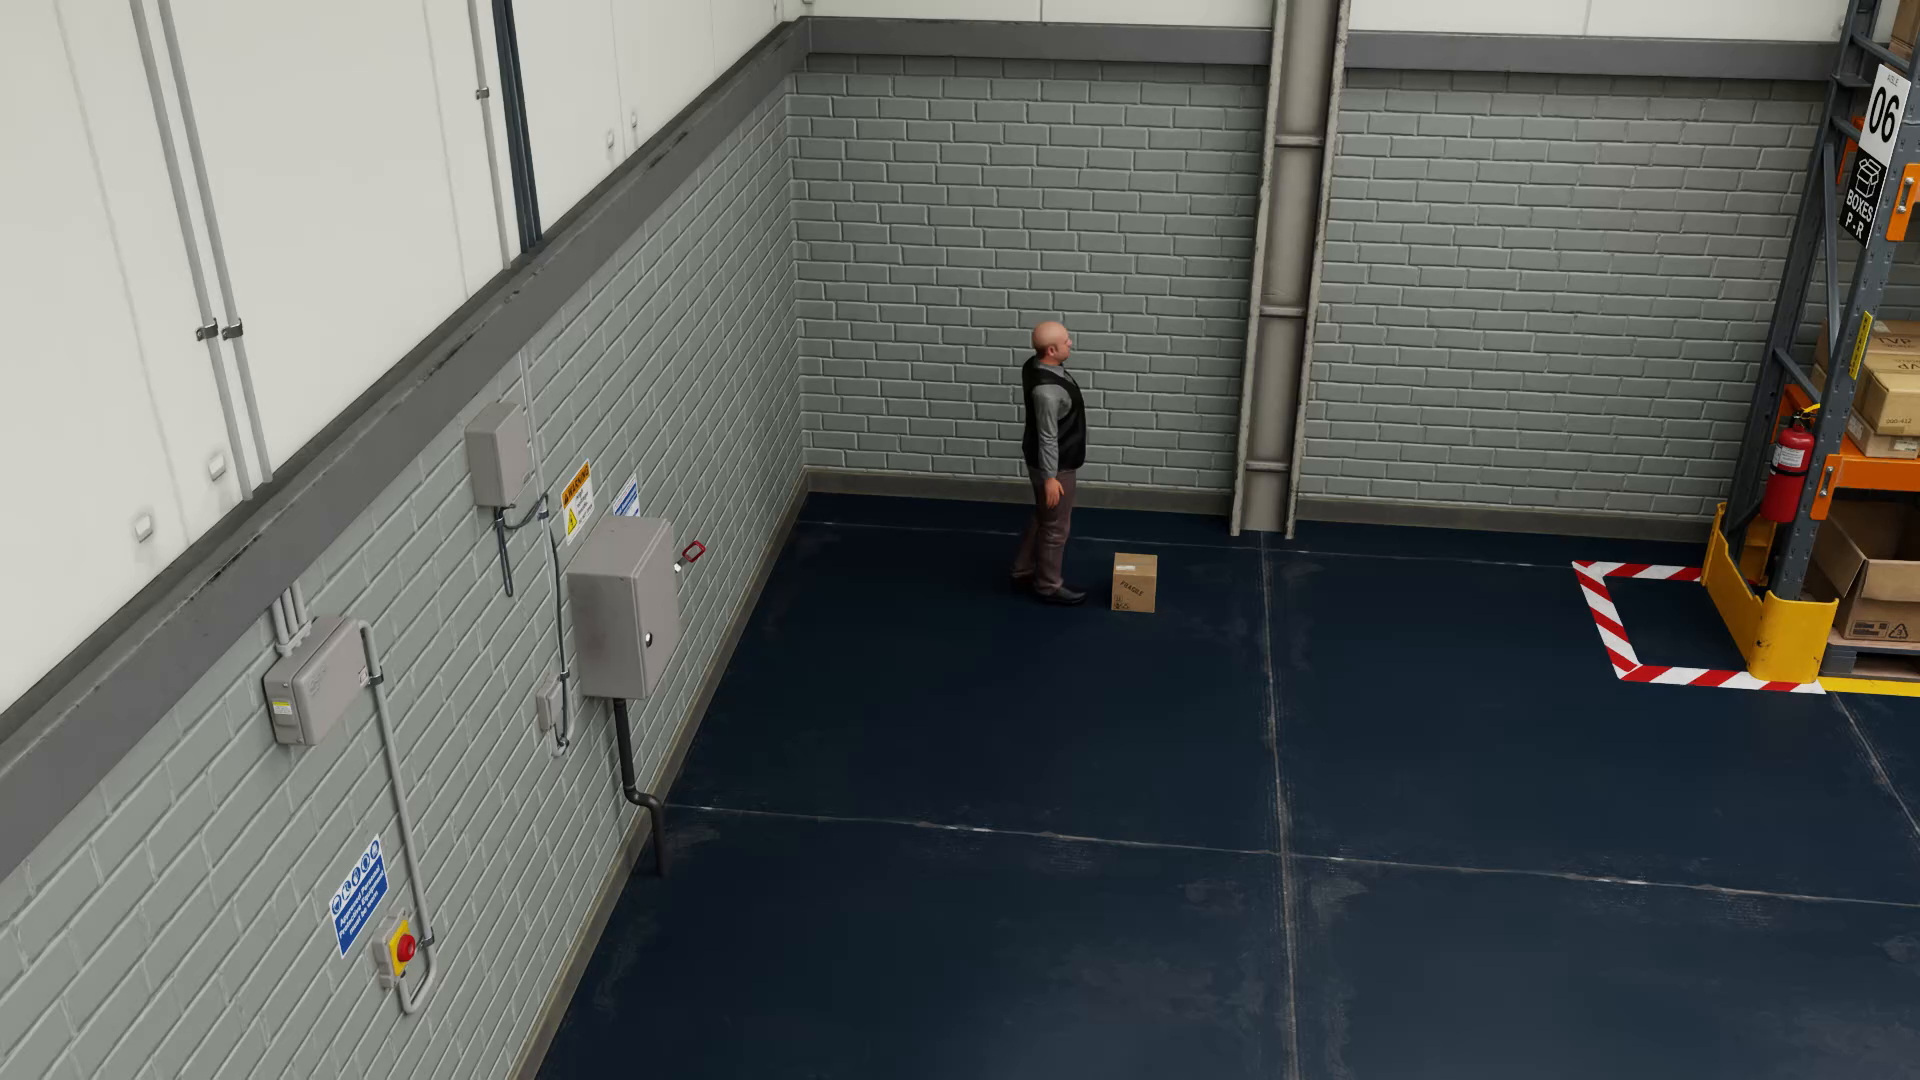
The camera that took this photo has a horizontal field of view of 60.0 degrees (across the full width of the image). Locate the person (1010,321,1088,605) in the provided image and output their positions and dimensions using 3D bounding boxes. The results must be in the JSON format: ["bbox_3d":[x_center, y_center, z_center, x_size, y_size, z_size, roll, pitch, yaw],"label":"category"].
[{"bbox_3d":[0.522,-0.437,9.446,0.448,1.722,0.561,-2,28,-3],"label":"person"}]
